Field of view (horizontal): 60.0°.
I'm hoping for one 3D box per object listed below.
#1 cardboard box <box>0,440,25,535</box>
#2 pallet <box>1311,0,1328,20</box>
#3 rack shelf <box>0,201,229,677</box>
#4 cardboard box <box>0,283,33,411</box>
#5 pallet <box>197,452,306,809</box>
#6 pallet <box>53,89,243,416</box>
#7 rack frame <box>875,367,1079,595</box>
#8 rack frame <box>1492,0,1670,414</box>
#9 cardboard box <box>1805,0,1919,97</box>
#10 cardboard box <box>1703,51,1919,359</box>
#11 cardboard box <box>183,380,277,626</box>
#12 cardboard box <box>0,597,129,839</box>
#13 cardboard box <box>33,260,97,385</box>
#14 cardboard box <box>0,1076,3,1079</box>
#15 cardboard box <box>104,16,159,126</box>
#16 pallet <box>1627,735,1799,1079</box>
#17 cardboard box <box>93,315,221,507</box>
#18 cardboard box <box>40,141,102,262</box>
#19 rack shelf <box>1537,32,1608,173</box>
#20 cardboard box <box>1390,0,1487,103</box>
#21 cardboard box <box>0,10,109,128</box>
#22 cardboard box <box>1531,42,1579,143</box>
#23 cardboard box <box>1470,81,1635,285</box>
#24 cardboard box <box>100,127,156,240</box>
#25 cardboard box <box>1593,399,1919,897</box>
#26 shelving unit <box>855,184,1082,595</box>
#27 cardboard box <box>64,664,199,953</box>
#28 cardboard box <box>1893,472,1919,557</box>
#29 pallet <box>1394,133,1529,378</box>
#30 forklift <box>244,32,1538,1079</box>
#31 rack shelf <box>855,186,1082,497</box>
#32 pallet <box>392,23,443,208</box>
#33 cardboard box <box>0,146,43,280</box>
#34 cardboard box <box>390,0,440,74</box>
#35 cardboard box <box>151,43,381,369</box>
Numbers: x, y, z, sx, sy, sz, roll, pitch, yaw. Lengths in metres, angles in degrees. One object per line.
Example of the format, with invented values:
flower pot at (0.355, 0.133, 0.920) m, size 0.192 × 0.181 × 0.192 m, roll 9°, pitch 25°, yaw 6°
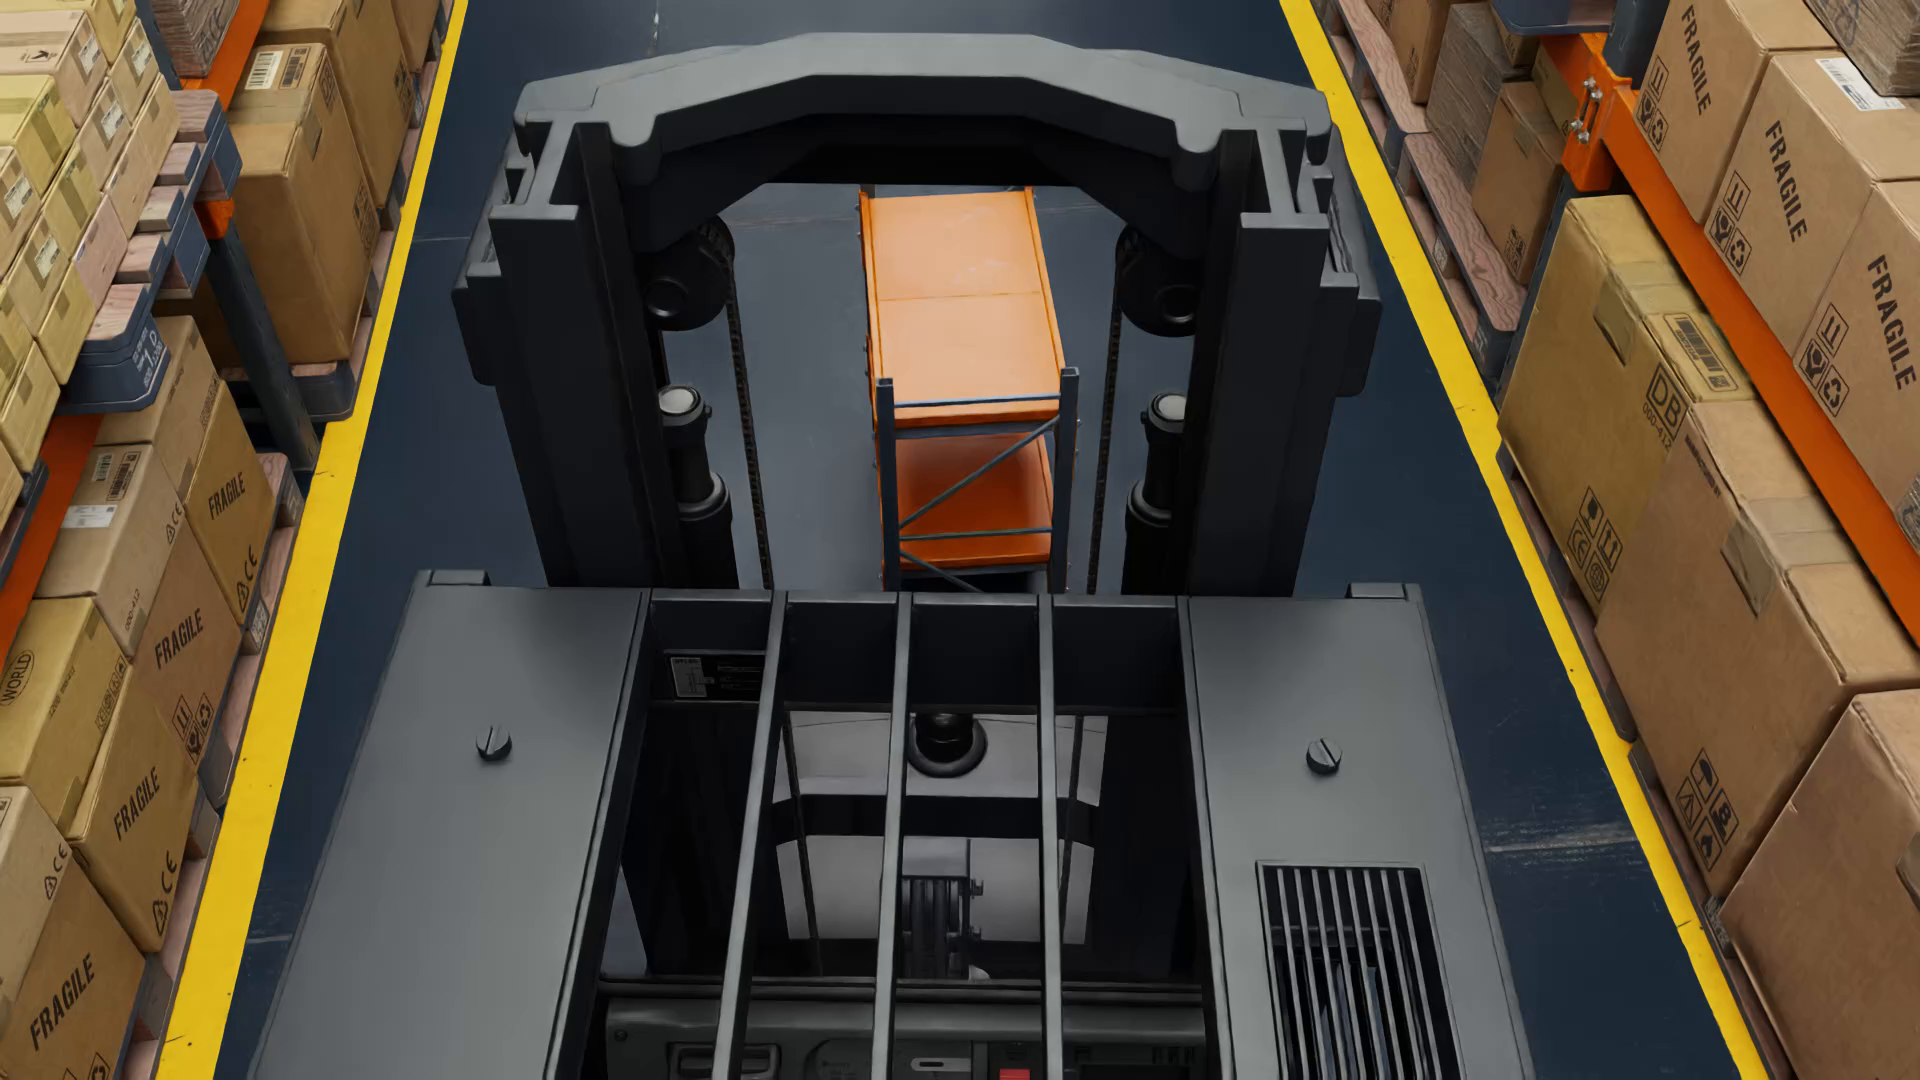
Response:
cardboard box at (-2.020, -0.066, 3.130) m, size 0.380 × 0.149 × 0.250 m, roll -2°, pitch 47°, yaw -2°
pallet at (2.061, -2.865, 7.818) m, size 1.003 × 0.211 × 1.213 m, roll -3°, pitch 47°, yaw -3°
rack shelf at (-2.454, 0.429, 3.273) m, size 1.077 × 0.370 × 4.000 m, roll -3°, pitch 47°, yaw -3°
cardboard box at (-2.039, -0.351, 3.196) m, size 0.380 × 0.149 × 0.250 m, roll -4°, pitch 47°, yaw -4°
pallet at (-2.558, 0.259, 4.859) m, size 1.003 × 0.211 × 1.213 m, roll -3°, pitch 47°, yaw -3°
pallet at (-2.456, -0.690, 3.970) m, size 1.213 × 0.211 × 1.003 m, roll -3°, pitch 47°, yaw -3°
rack frame at (0.043, -0.014, 4.489) m, size 0.500 × 1.125 × 0.032 m, roll -3°, pitch 47°, yaw -3°
rack frame at (2.329, -1.494, 4.599) m, size 1.000 × 3.000 × 0.127 m, roll -3°, pitch 47°, yaw -3°
cardboard box at (2.374, -1.343, 3.696) m, size 0.797 × 0.503 × 0.637 m, roll -2°, pitch 47°, yaw -2°
cardboard box at (2.144, -0.787, 3.860) m, size 0.500 × 0.500 × 0.500 m, roll -5°, pitch 47°, yaw -4°
cardboard box at (-2.306, -0.090, 4.701) m, size 0.500 × 0.500 × 0.500 m, roll -4°, pitch 47°, yaw -3°
cardboard box at (-2.223, 0.404, 3.717) m, size 0.500 × 0.250 × 0.500 m, roll -2°, pitch 47°, yaw -2°
cardboard box at (-2.064, -0.448, 3.492) m, size 0.380 × 0.149 × 0.250 m, roll -4°, pitch 47°, yaw -4°
cardboard box at (-2.130, 1.411, 3.280) m, size 0.500 × 0.500 × 0.500 m, roll -2°, pitch 47°, yaw -1°
cardboard box at (-2.127, -1.096, 3.901) m, size 0.380 × 0.149 × 0.250 m, roll -3°, pitch 47°, yaw -2°
pallet at (2.419, 0.921, 4.232) m, size 1.003 × 0.211 × 1.213 m, roll -3°, pitch 47°, yaw -3°
cardboard box at (-2.303, -0.329, 4.412) m, size 0.500 × 0.250 × 0.500 m, roll -4°, pitch 47°, yaw -4°
cardboard box at (-2.078, -0.712, 3.538) m, size 0.380 × 0.149 × 0.250 m, roll -2°, pitch 47°, yaw -2°
rack shelf at (2.162, -2.693, 6.230) m, size 1.077 × 0.370 × 4.000 m, roll -3°, pitch 47°, yaw -3°
cardboard box at (2.140, -2.079, 6.572) m, size 0.700 × 0.500 × 0.500 m, roll 0°, pitch 47°, yaw 0°
cardboard box at (-2.105, -1.019, 3.623) m, size 0.380 × 0.149 × 0.250 m, roll -4°, pitch 47°, yaw -4°
cardboard box at (2.243, -1.526, 5.531) m, size 0.500 × 0.250 × 0.500 m, roll -2°, pitch 47°, yaw -2°
cardboard box at (2.253, -1.269, 5.804) m, size 0.700 × 0.500 × 0.500 m, roll -6°, pitch 47°, yaw -5°
cardboard box at (-2.103, -0.814, 3.839) m, size 0.380 × 0.149 × 0.250 m, roll -4°, pitch 47°, yaw -3°
cardboard box at (2.433, 0.239, 4.132) m, size 1.225 × 0.875 × 0.875 m, roll -3°, pitch 47°, yaw -3°
shelving unit at (0.001, -0.382, 4.837) m, size 0.538 × 1.125 × 1.048 m, roll -3°, pitch 47°, yaw -3°
cardboard box at (-2.206, 0.668, 3.984) m, size 0.500 × 0.500 × 0.500 m, roll -5°, pitch 47°, yaw -5°
cardboard box at (2.231, -0.054, 3.167) m, size 0.500 × 0.500 × 0.500 m, roll -3°, pitch 47°, yaw -3°
pallet at (2.265, -1.100, 6.147) m, size 1.003 × 0.211 × 1.213 m, roll -3°, pitch 47°, yaw -3°
forklift at (-0.053, 0.967, 2.316) m, size 1.130 × 2.935 × 3.031 m, roll 1°, pitch 47°, yaw 1°
rack shelf at (0.001, -0.583, 4.624) m, size 0.538 × 0.278 × 1.000 m, roll -3°, pitch 47°, yaw -3°
pallet at (-2.712, -1.762, 6.773) m, size 1.003 × 0.211 × 1.213 m, roll -3°, pitch 47°, yaw -3°
cardboard box at (-2.057, -0.637, 3.261) m, size 0.380 × 0.149 × 0.250 m, roll -2°, pitch 47°, yaw -2°
cardboard box at (-2.738, -2.388, 6.706) m, size 1.050 × 0.750 × 0.750 m, roll -3°, pitch 47°, yaw -3°
cardboard box at (-2.583, -1.082, 5.469) m, size 1.050 × 0.750 × 0.750 m, roll -4°, pitch 47°, yaw -4°
